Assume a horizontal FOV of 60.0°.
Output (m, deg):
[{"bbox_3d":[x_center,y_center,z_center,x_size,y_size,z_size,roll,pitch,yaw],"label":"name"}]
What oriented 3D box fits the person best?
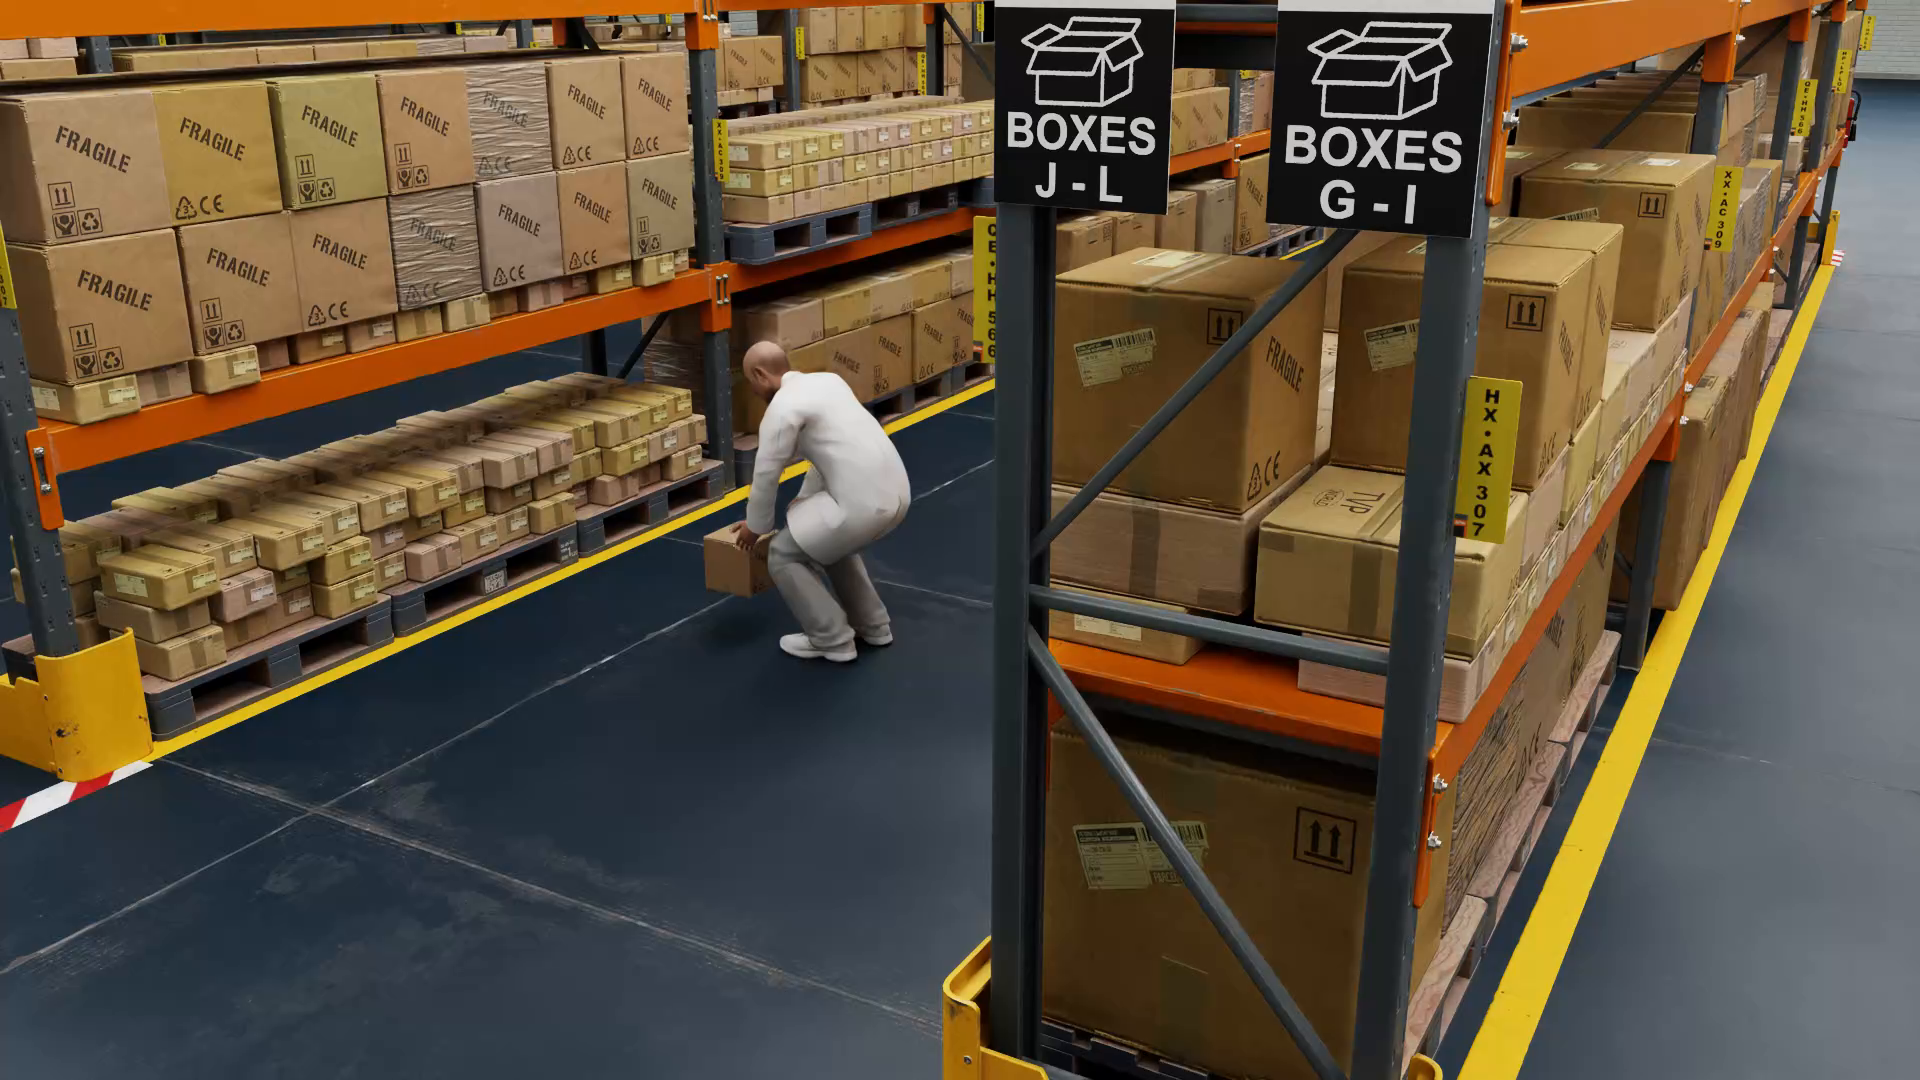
[{"bbox_3d":[-0.590,-0.164,7.196,0.749,1.365,0.632,10,22,28],"label":"person"}]
